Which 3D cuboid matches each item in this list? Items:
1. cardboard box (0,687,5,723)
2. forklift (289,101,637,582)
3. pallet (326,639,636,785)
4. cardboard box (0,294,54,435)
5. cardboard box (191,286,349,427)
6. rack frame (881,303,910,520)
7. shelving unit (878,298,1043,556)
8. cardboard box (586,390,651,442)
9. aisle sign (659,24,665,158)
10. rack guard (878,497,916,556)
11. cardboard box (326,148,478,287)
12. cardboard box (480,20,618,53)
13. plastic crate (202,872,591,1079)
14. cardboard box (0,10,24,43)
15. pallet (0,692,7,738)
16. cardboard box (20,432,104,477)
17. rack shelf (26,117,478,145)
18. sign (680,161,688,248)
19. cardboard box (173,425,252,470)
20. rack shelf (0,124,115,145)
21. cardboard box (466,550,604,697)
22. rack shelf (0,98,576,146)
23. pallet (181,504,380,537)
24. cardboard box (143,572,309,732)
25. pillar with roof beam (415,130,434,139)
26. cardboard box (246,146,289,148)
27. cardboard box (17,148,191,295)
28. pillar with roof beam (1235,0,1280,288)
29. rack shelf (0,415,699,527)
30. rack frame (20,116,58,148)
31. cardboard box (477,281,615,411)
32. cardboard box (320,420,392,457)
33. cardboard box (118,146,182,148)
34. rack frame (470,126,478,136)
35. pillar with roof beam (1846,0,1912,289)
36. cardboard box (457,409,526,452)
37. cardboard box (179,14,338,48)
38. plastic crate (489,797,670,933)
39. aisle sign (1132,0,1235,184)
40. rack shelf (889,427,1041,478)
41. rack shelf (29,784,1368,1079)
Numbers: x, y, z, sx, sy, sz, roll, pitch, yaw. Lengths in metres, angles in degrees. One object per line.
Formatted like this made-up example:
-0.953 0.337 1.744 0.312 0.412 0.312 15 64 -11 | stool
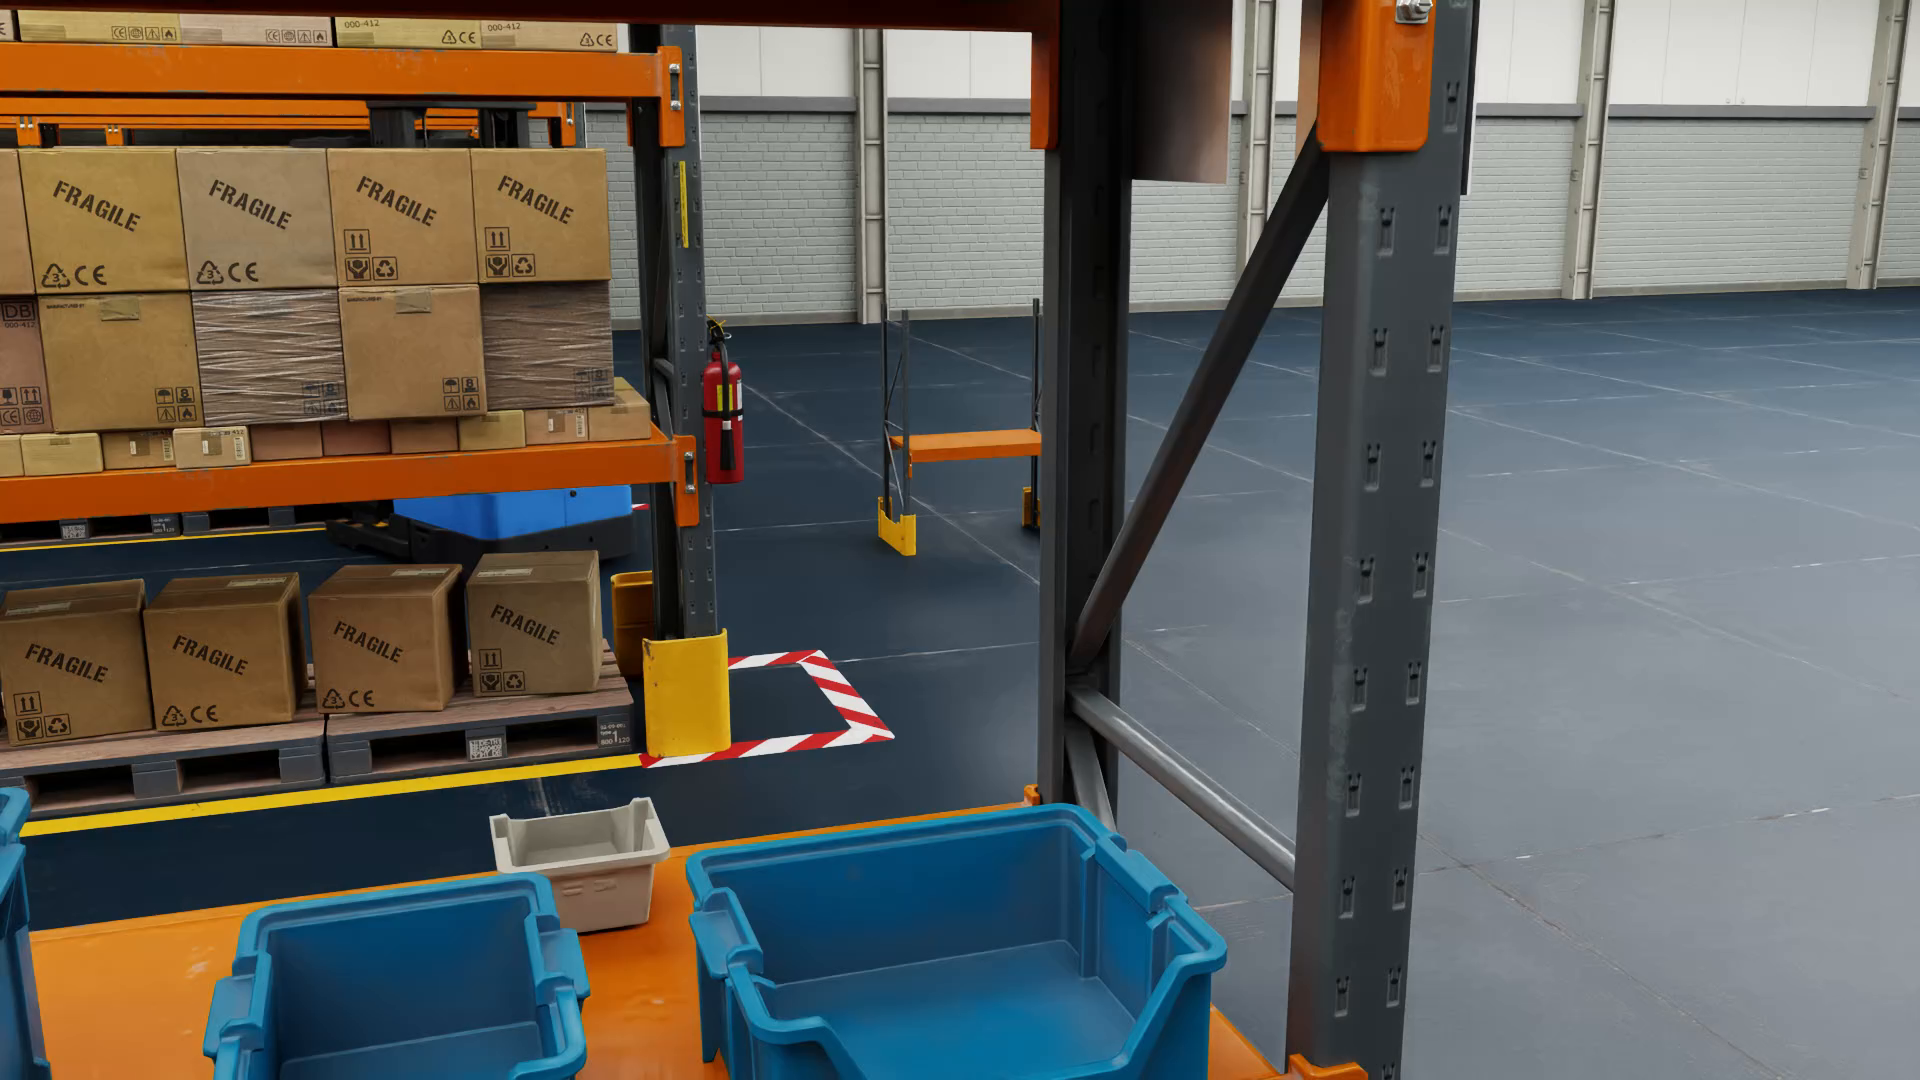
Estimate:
-4.083 0.541 6.382 0.500 0.500 0.500 0 13 0 | cardboard box
-3.369 -1.441 10.366 3.031 2.935 1.130 12 18 42 | forklift
-2.077 0.713 7.190 1.213 0.211 1.003 -4 14 -18 | pallet
-3.642 -0.708 6.276 0.500 0.500 0.875 -4 14 -18 | cardboard box
-2.678 -0.770 6.538 0.500 0.500 0.875 -4 14 -18 | cardboard box
-0.401 -0.698 10.338 0.032 1.500 0.500 -4 14 -18 | rack frame
0.072 -0.735 10.493 1.083 1.500 0.587 -4 14 -18 | shelving unit
-1.428 -0.513 6.861 0.250 0.149 0.380 -4 14 -18 | cardboard box
-1.261 -2.037 7.105 0.004 0.787 0.394 -4 14 -18 | aisle sign
-0.400 -0.090 10.483 0.087 0.250 0.587 -4 14 -18 | rack guard
-2.139 -1.248 6.390 0.500 0.500 0.500 -4 14 -18 | cardboard box
-1.600 -1.997 6.397 0.500 0.250 0.500 -4 14 -17 | cardboard box
-0.641 0.606 1.933 0.408 0.251 0.499 -4 14 -18 | plastic crate
-3.533 -1.844 5.756 0.500 0.250 0.500 -5 14 -20 | cardboard box
-4.390 0.893 6.433 1.213 0.211 1.003 -4 14 -18 | pallet
-3.298 -0.348 6.165 0.250 0.149 0.380 -4 14 -18 | cardboard box
-6.280 -3.837 15.363 4.000 0.370 1.077 -4 14 -18 | rack shelf
-1.066 -1.295 6.422 0.005 0.325 0.100 -4 14 -18 | sign
-2.817 -0.379 6.298 0.250 0.149 0.380 -4 14 -18 | cardboard box
-11.658 -4.630 18.698 4.000 0.370 1.077 -4 14 -18 | rack shelf
-1.821 0.353 7.173 0.500 0.500 0.500 -2 14 -8 | cardboard box
-4.606 -2.759 10.831 4.000 0.370 1.077 -4 14 -18 | rack shelf
-4.597 -0.275 11.343 1.213 0.211 1.003 -4 14 -18 | pallet
-2.976 0.446 6.779 0.500 0.500 0.500 -3 14 -13 | cardboard box
-5.546 -6.084 16.775 0.400 9.000 9.100 -4 14 -18 | pillar with roof beam
-6.249 -3.367 15.296 0.500 0.500 0.700 -5 14 -18 | cardboard box
-3.090 -1.177 6.089 0.500 0.500 0.500 -4 14 -18 | cardboard box
5.827 -6.970 20.498 0.400 9.000 9.100 -4 14 -18 | pillar with roof beam
-3.120 -0.204 6.573 4.000 0.370 1.077 -4 14 -18 | rack shelf
-8.176 -2.580 15.007 0.127 3.000 1.000 -4 14 -18 | rack frame
-1.754 -0.860 6.919 0.500 0.500 0.875 -4 14 -18 | cardboard box
-2.378 -0.441 6.556 0.250 0.149 0.380 -4 14 -18 | cardboard box
-7.199 -3.277 14.920 0.500 0.500 0.700 -4 14 -18 | cardboard box
-5.971 -3.963 20.823 0.127 3.000 1.000 -4 14 -18 | rack frame
17.201 -7.855 24.221 0.400 9.000 9.100 -4 14 -18 | pillar with roof beam
-1.886 -0.465 6.659 0.250 0.149 0.380 -4 14 -18 | cardboard box
-2.561 -1.923 6.088 0.500 0.250 0.500 -4 14 -17 | cardboard box
-0.595 0.508 2.593 0.250 0.136 0.298 -4 14 -18 | plastic crate
0.330 -0.950 2.535 0.004 0.787 0.394 -4 14 -18 | aisle sign
0.081 -0.561 10.537 1.000 0.185 0.538 -4 14 -18 | rack shelf
-1.540 0.882 2.006 4.000 0.370 1.077 -4 14 -18 | rack shelf
